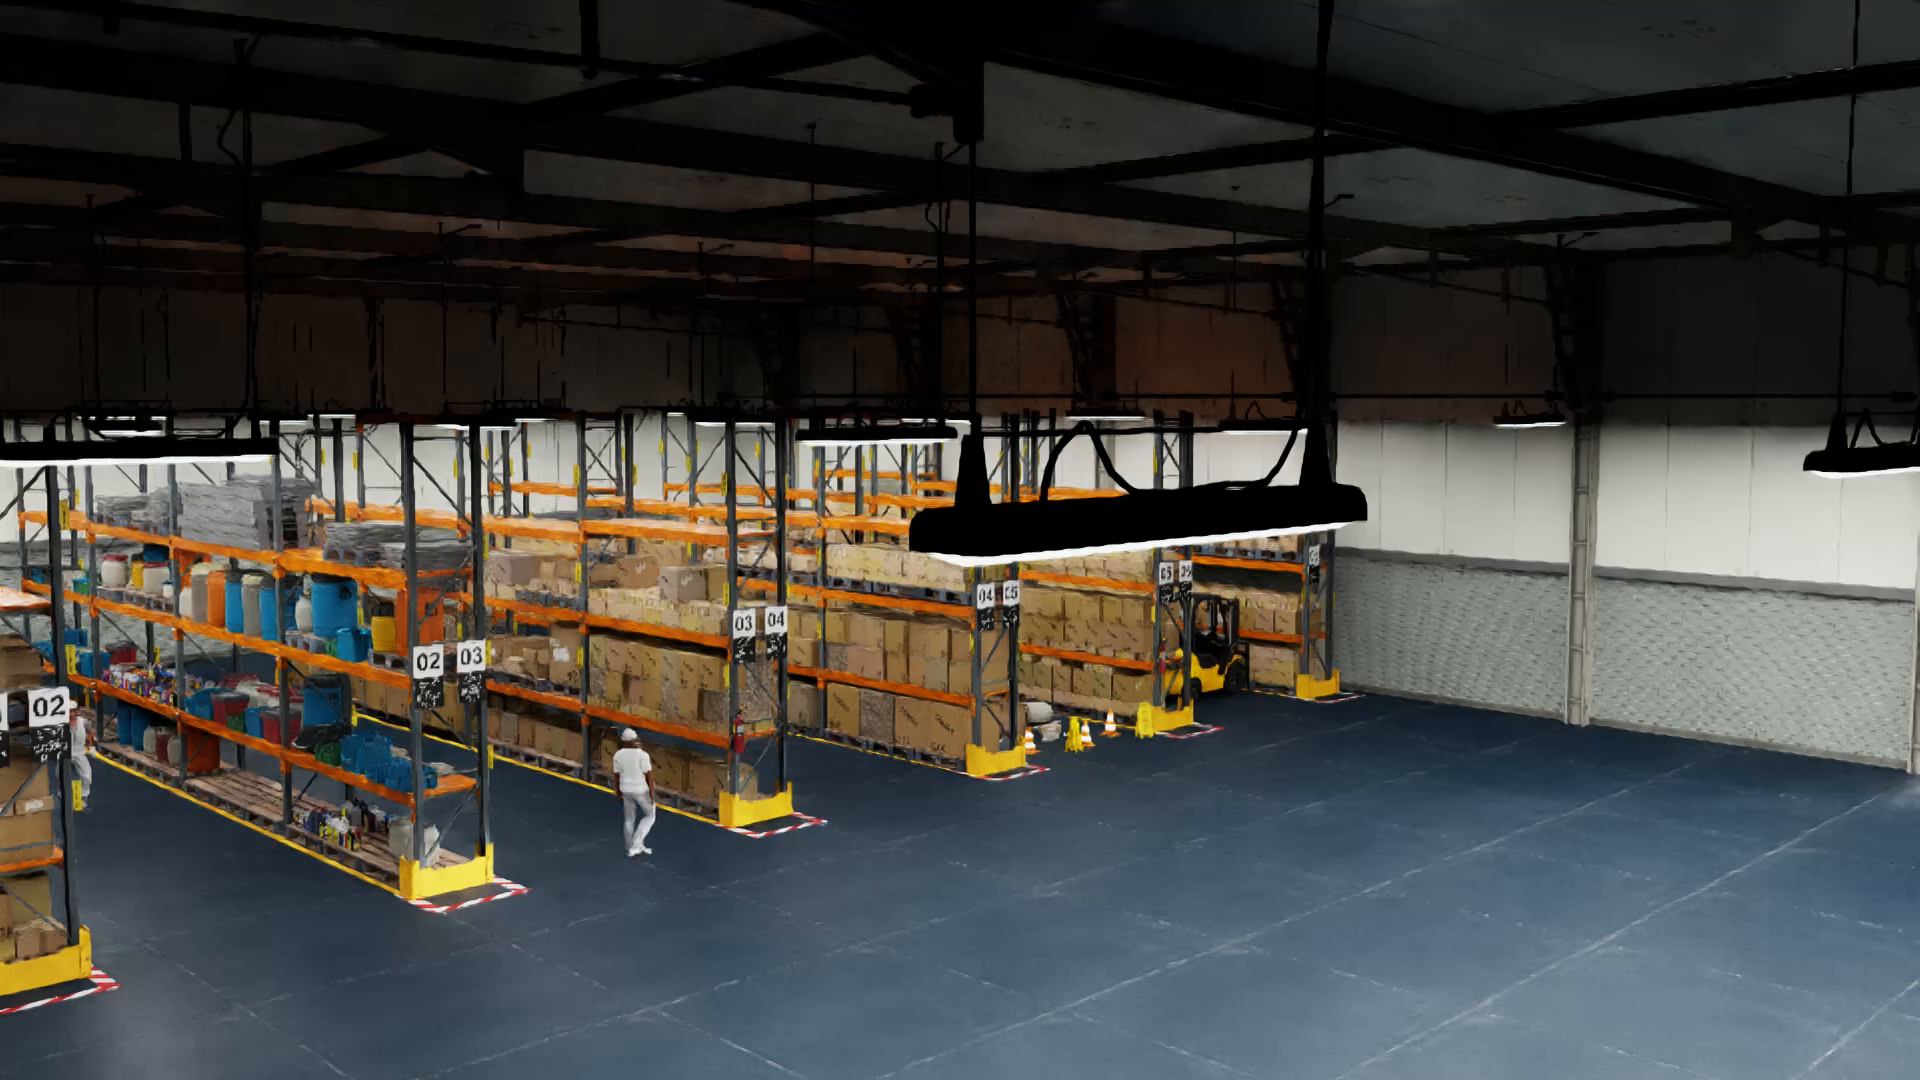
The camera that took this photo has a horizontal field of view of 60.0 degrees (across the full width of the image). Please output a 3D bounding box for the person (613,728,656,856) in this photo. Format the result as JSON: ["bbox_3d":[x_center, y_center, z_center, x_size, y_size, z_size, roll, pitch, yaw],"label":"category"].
[{"bbox_3d":[-4.480,3.462,22.881,0.607,1.762,0.456,1,5,16],"label":"person"}]

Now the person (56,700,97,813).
[{"bbox_3d":[-13.425,3.277,25.192,0.713,1.749,0.686,-4,7,-41],"label":"person"}]

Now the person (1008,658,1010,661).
[{"bbox_3d":[0.950,2.056,39.688,0.549,1.638,0.588,-2,5,-21],"label":"person"}]
